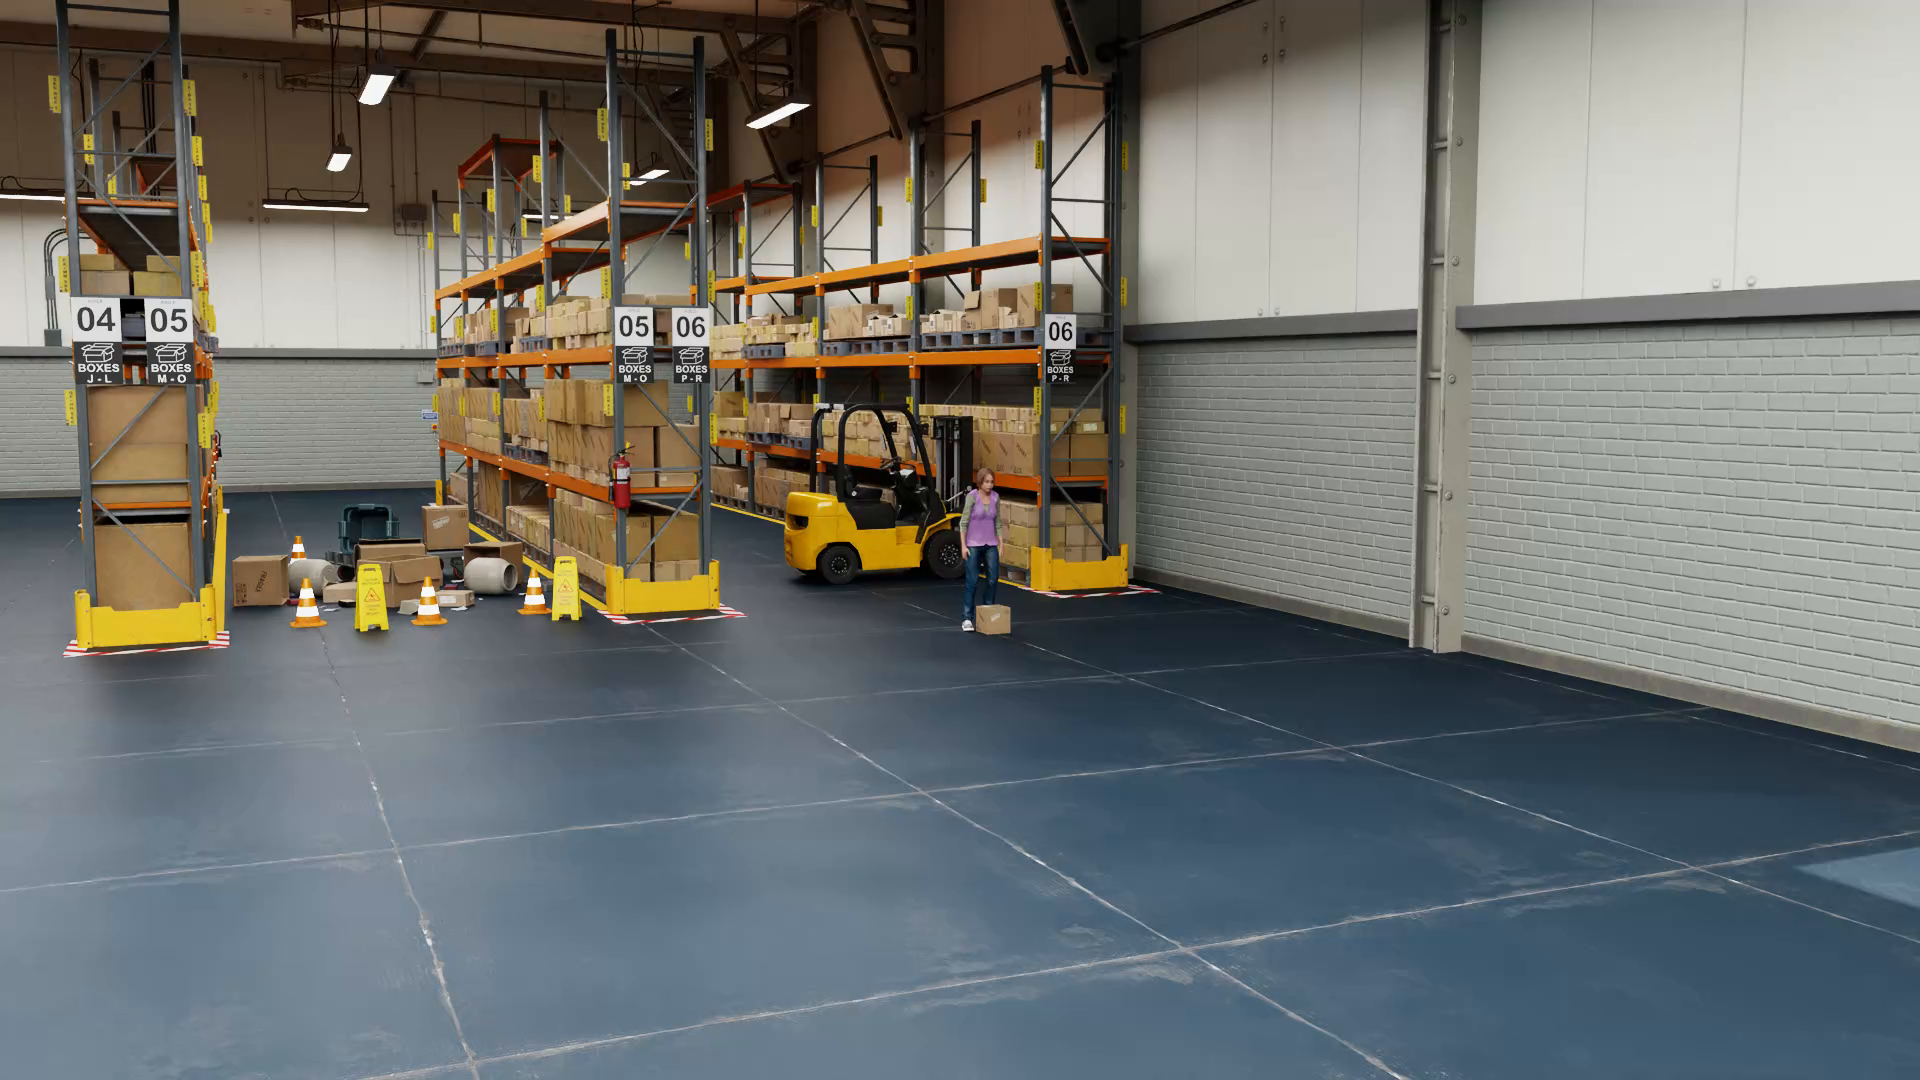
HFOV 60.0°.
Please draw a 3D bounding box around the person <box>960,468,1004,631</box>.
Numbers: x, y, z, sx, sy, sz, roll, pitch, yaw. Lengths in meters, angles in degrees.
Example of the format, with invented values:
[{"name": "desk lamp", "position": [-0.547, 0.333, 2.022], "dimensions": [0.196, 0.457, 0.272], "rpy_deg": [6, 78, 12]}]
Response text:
[{"name": "person", "position": [0.212, 0.086, 16.346], "dimensions": [0.450, 1.592, 0.346], "rpy_deg": [-2, 6, -23]}]
